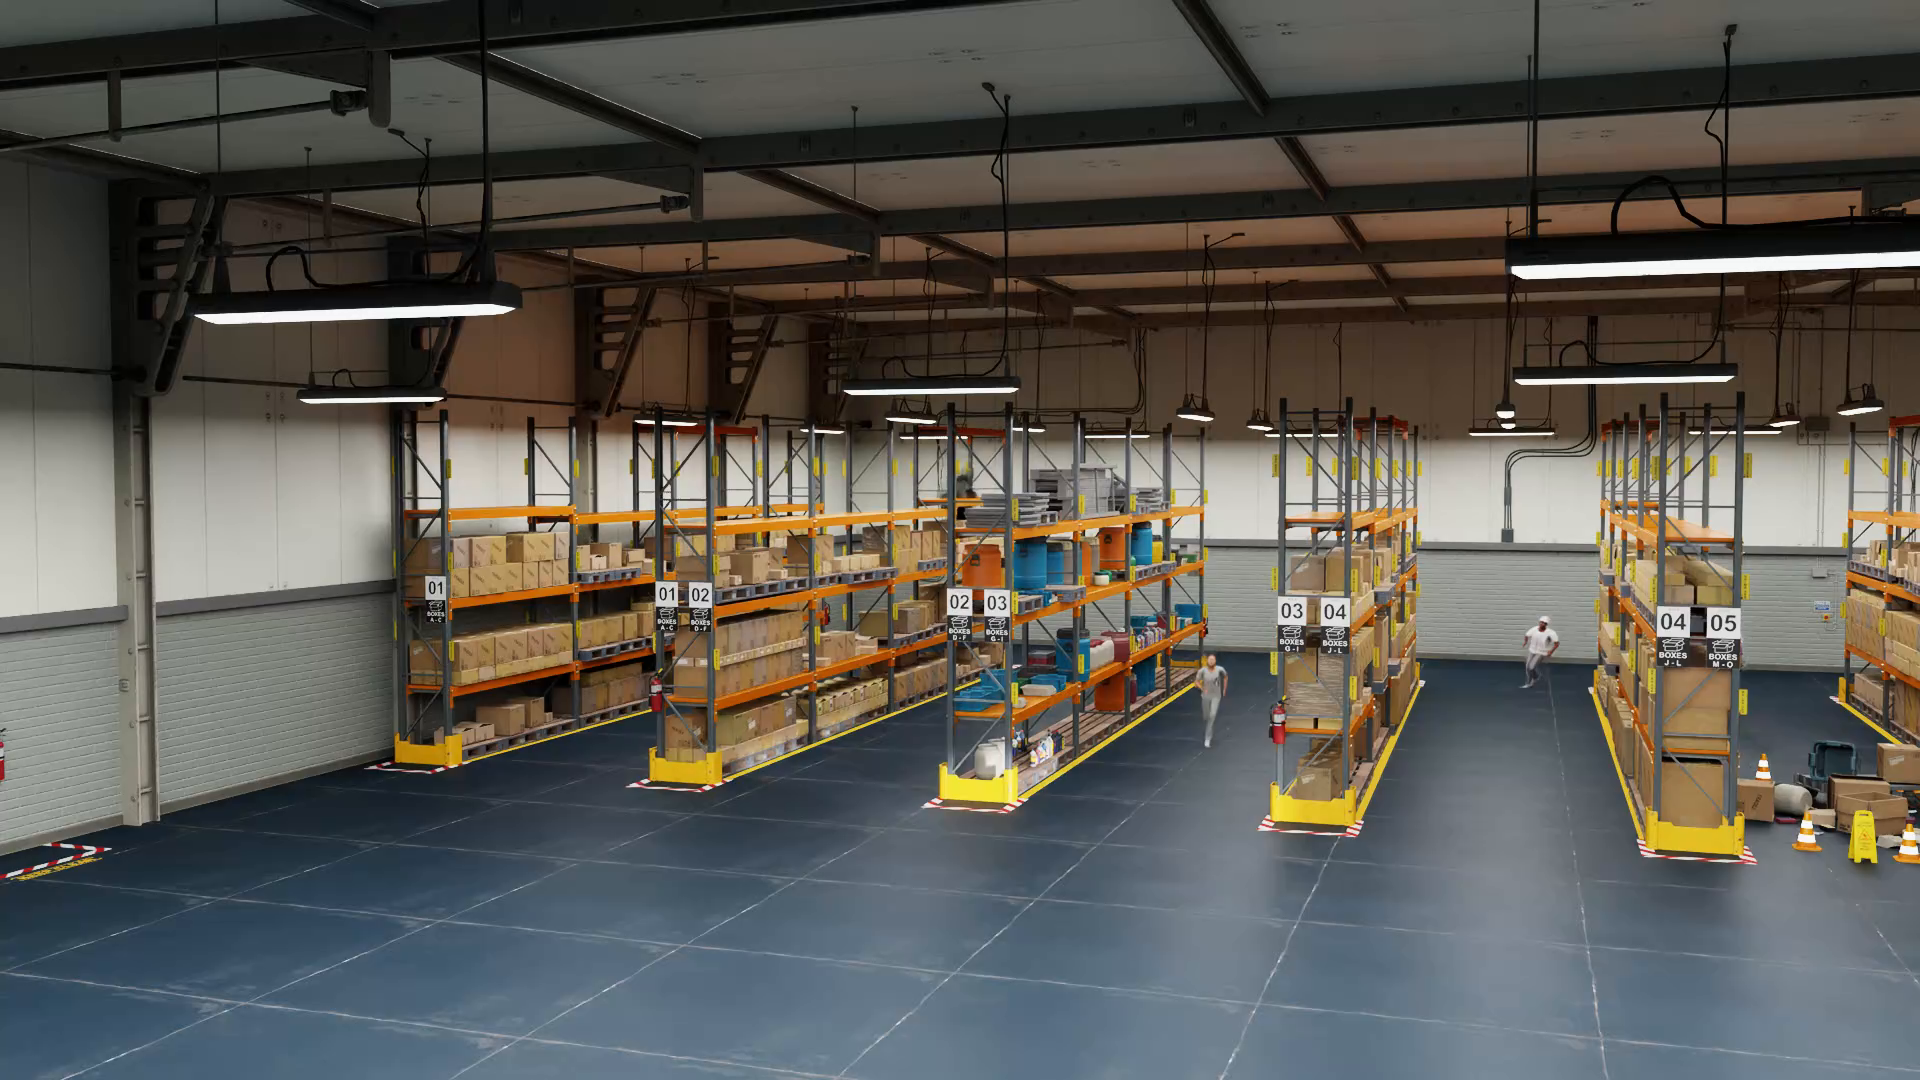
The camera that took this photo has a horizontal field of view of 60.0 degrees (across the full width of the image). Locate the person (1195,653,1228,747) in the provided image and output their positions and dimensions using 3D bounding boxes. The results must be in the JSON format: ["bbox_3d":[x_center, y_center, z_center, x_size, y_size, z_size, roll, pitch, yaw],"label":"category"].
[{"bbox_3d":[4.569,2.875,30.256,0.587,1.664,0.989,0,2,10],"label":"person"}]

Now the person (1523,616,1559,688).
[{"bbox_3d":[13.063,2.553,37.586,0.546,1.672,0.777,-2,3,-40],"label":"person"}]
